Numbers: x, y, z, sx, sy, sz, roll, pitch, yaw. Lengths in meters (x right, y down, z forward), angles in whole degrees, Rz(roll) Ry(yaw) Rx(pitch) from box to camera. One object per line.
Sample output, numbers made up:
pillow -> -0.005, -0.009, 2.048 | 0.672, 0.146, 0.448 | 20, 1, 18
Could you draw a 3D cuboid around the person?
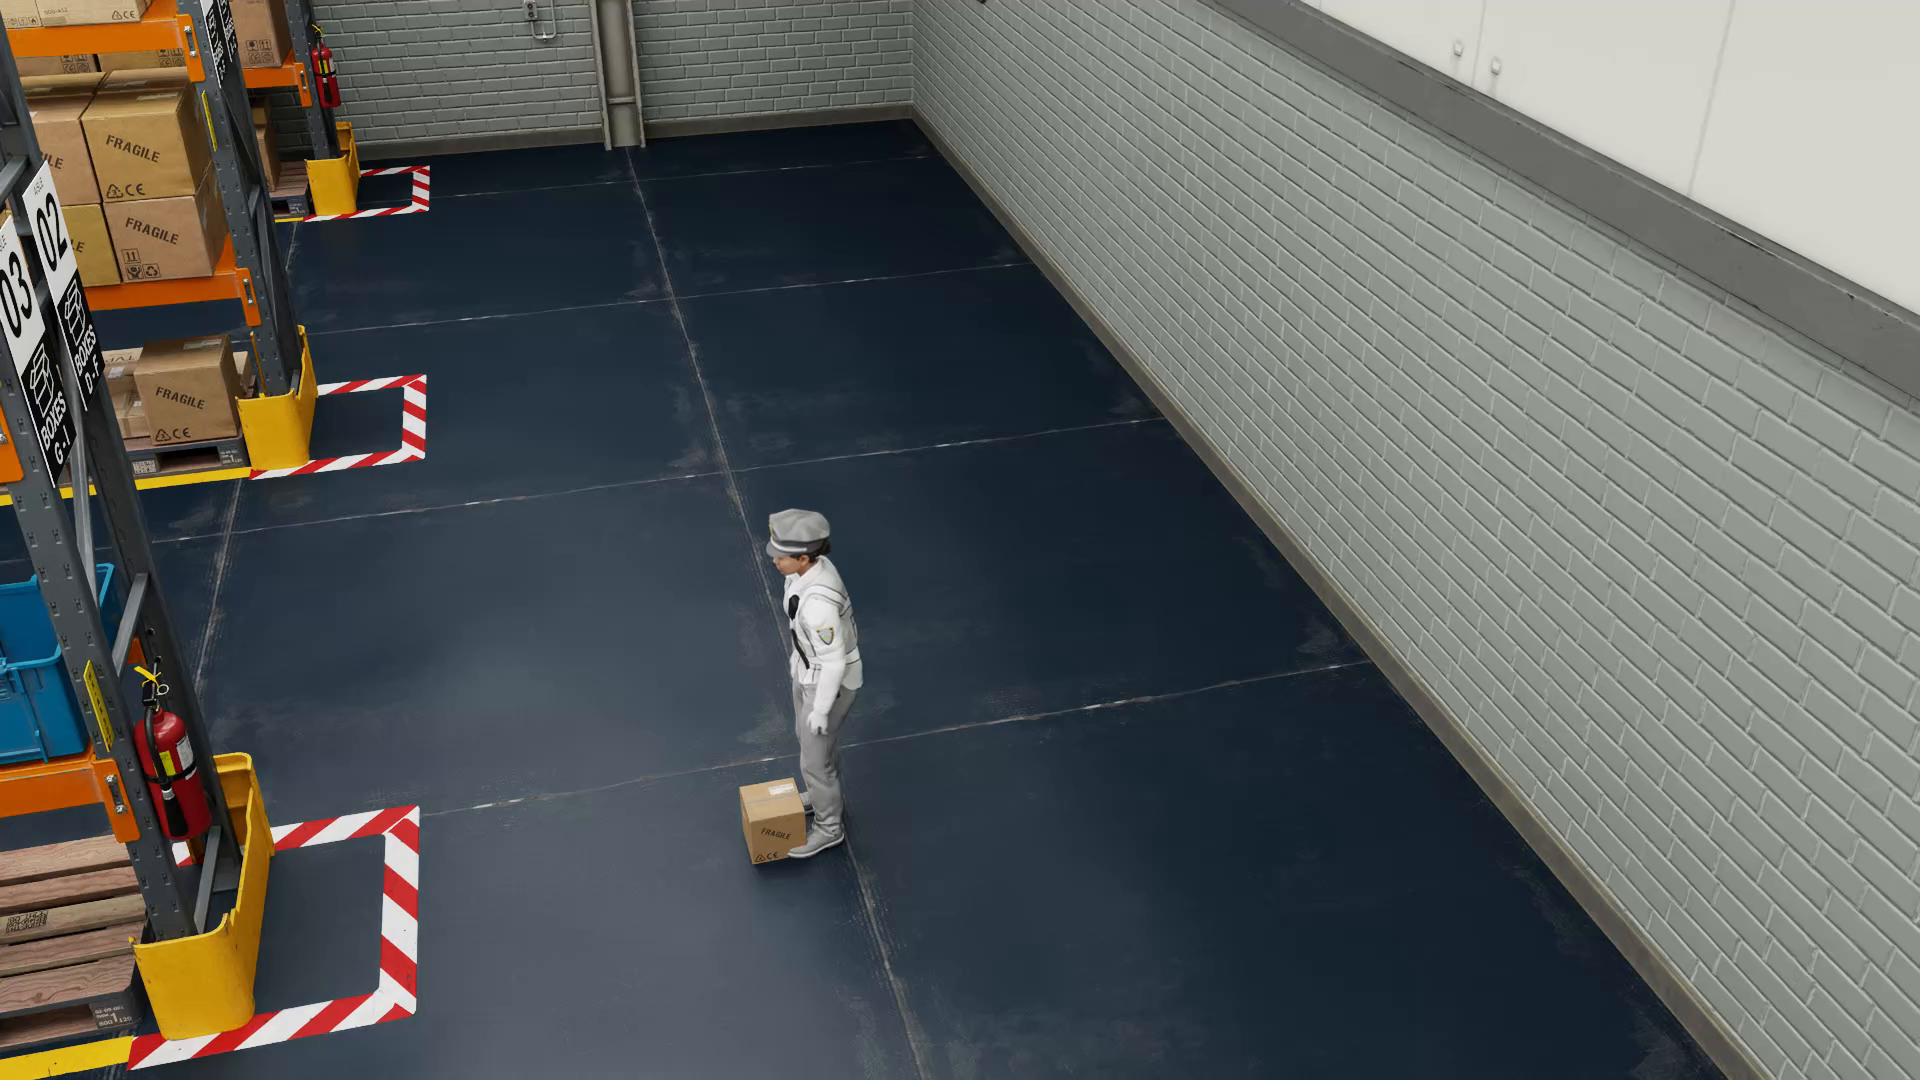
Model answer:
person -> -0.628, 0.617, 7.178 | 0.402, 1.664, 0.528 | -8, 31, -13
